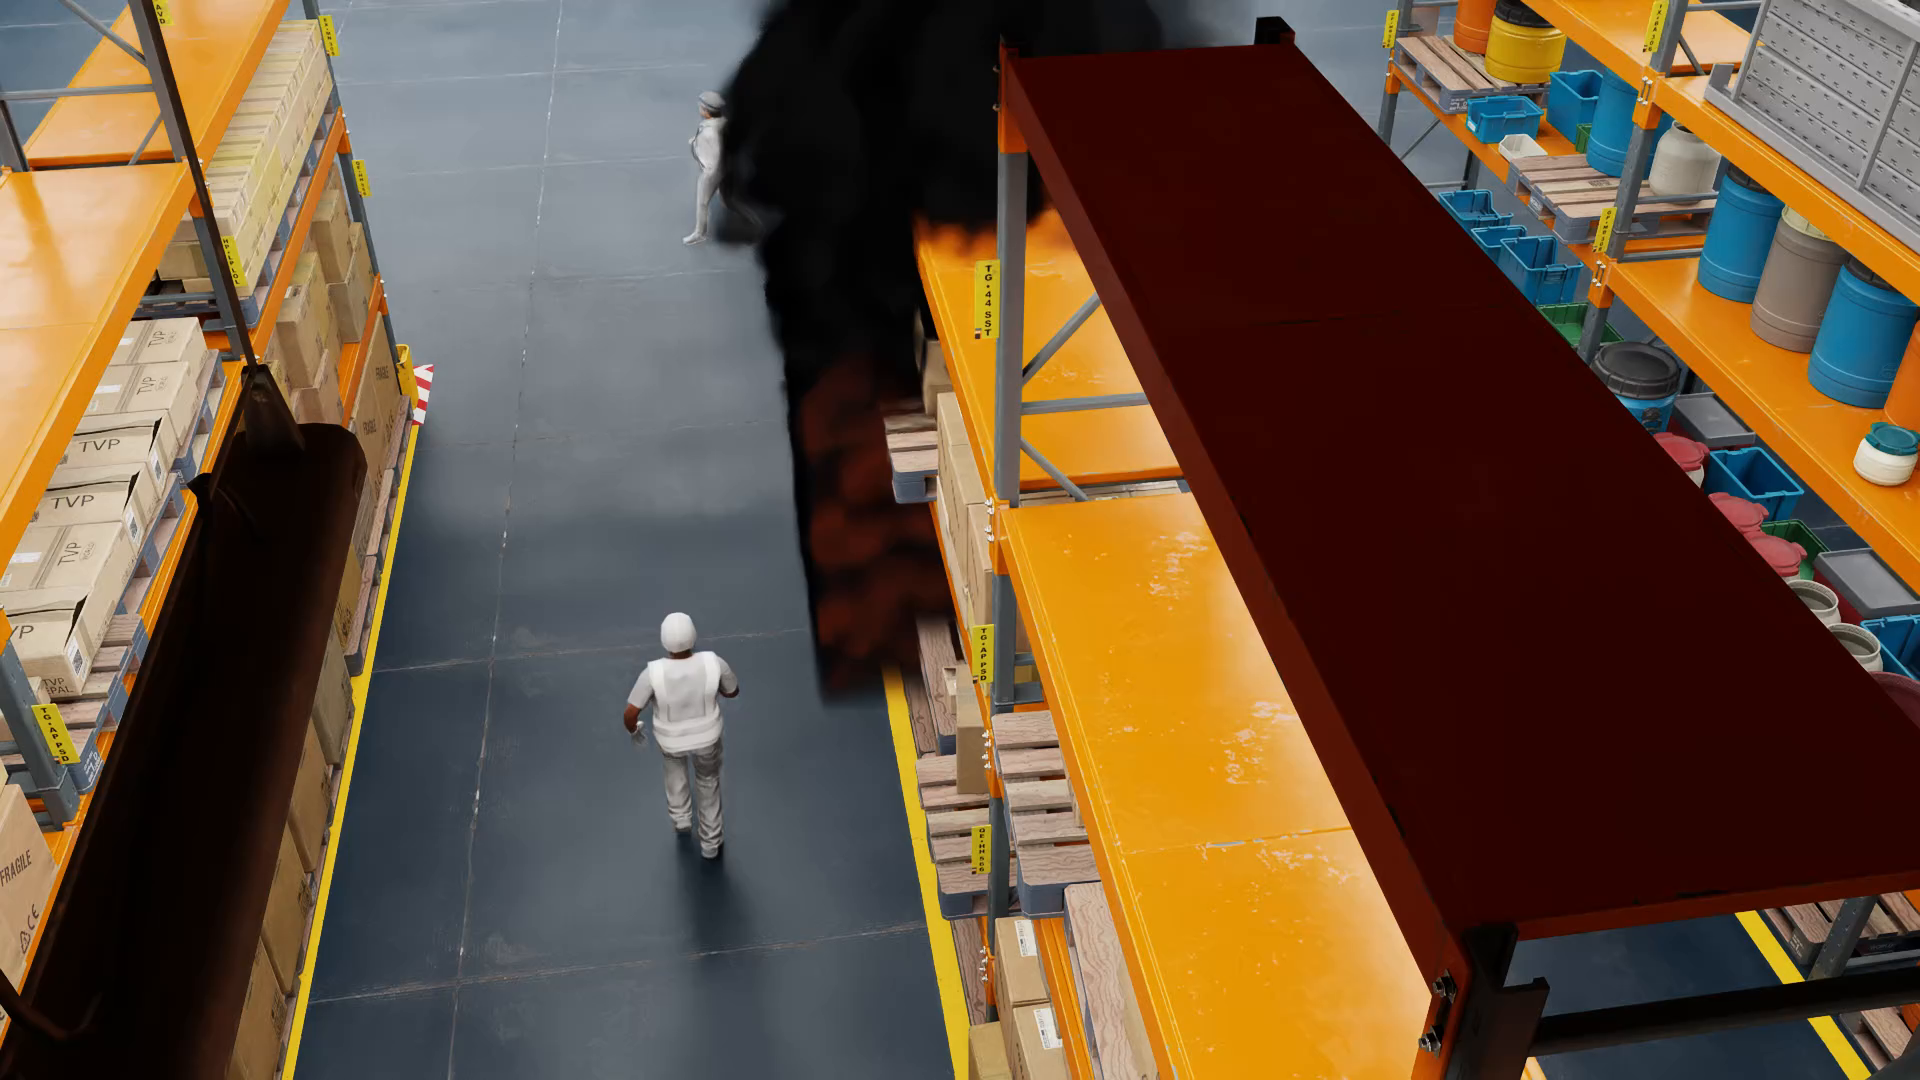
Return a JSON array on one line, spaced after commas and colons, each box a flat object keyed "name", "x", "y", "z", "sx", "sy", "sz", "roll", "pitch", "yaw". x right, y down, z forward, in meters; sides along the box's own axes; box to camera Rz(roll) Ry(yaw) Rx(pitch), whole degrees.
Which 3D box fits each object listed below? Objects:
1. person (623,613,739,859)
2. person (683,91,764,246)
[{"name": "person", "x": -1.714, "y": 1.177, "z": 10.373, "sx": 0.709, "sy": 1.791, "sz": 0.690, "roll": -7, "pitch": 37, "yaw": -9}, {"name": "person", "x": -2.501, "y": -3.794, "z": 17.162, "sx": 0.937, "sy": 1.702, "sz": 0.618, "roll": 15, "pitch": 39, "yaw": 19}]
